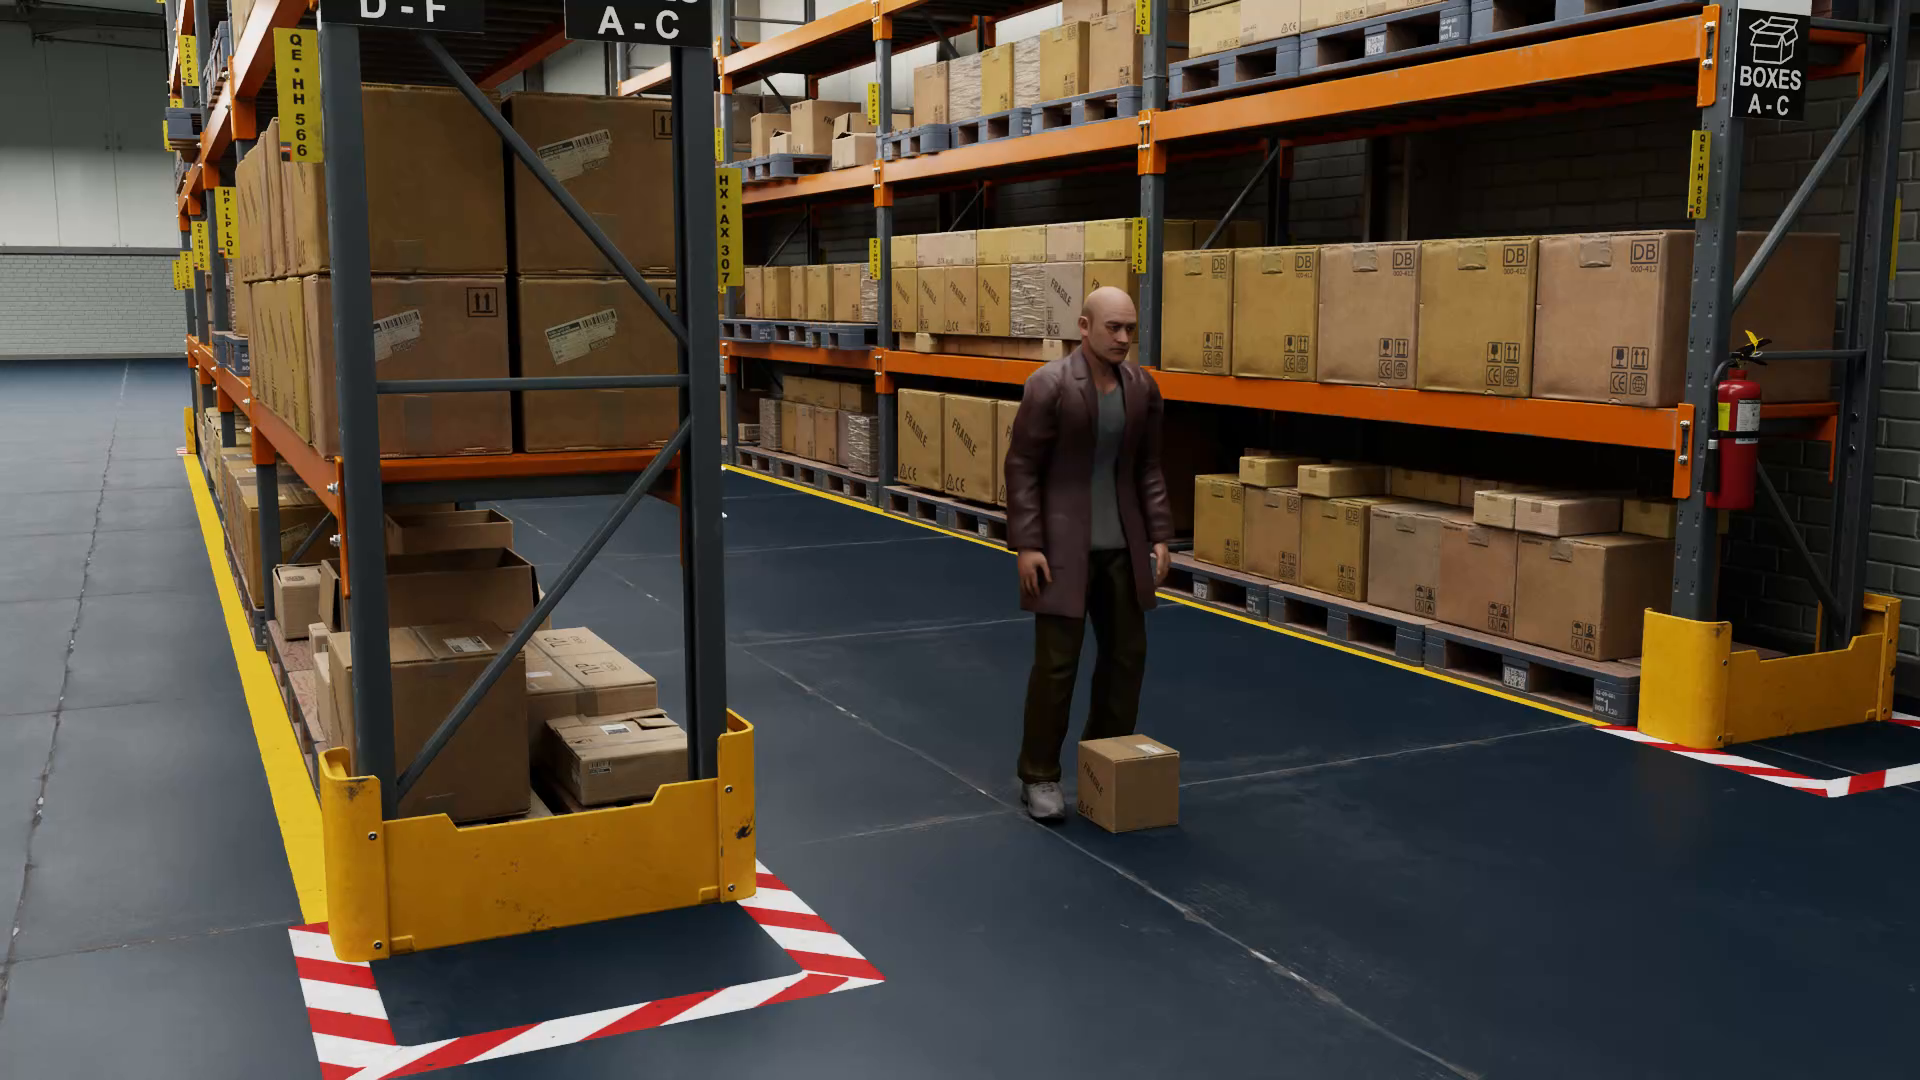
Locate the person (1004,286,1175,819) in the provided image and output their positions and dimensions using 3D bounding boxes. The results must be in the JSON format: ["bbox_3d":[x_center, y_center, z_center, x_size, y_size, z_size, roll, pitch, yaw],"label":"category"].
[{"bbox_3d":[0.450,0.119,5.700,0.651,1.592,0.417,-4,9,-27],"label":"person"}]
